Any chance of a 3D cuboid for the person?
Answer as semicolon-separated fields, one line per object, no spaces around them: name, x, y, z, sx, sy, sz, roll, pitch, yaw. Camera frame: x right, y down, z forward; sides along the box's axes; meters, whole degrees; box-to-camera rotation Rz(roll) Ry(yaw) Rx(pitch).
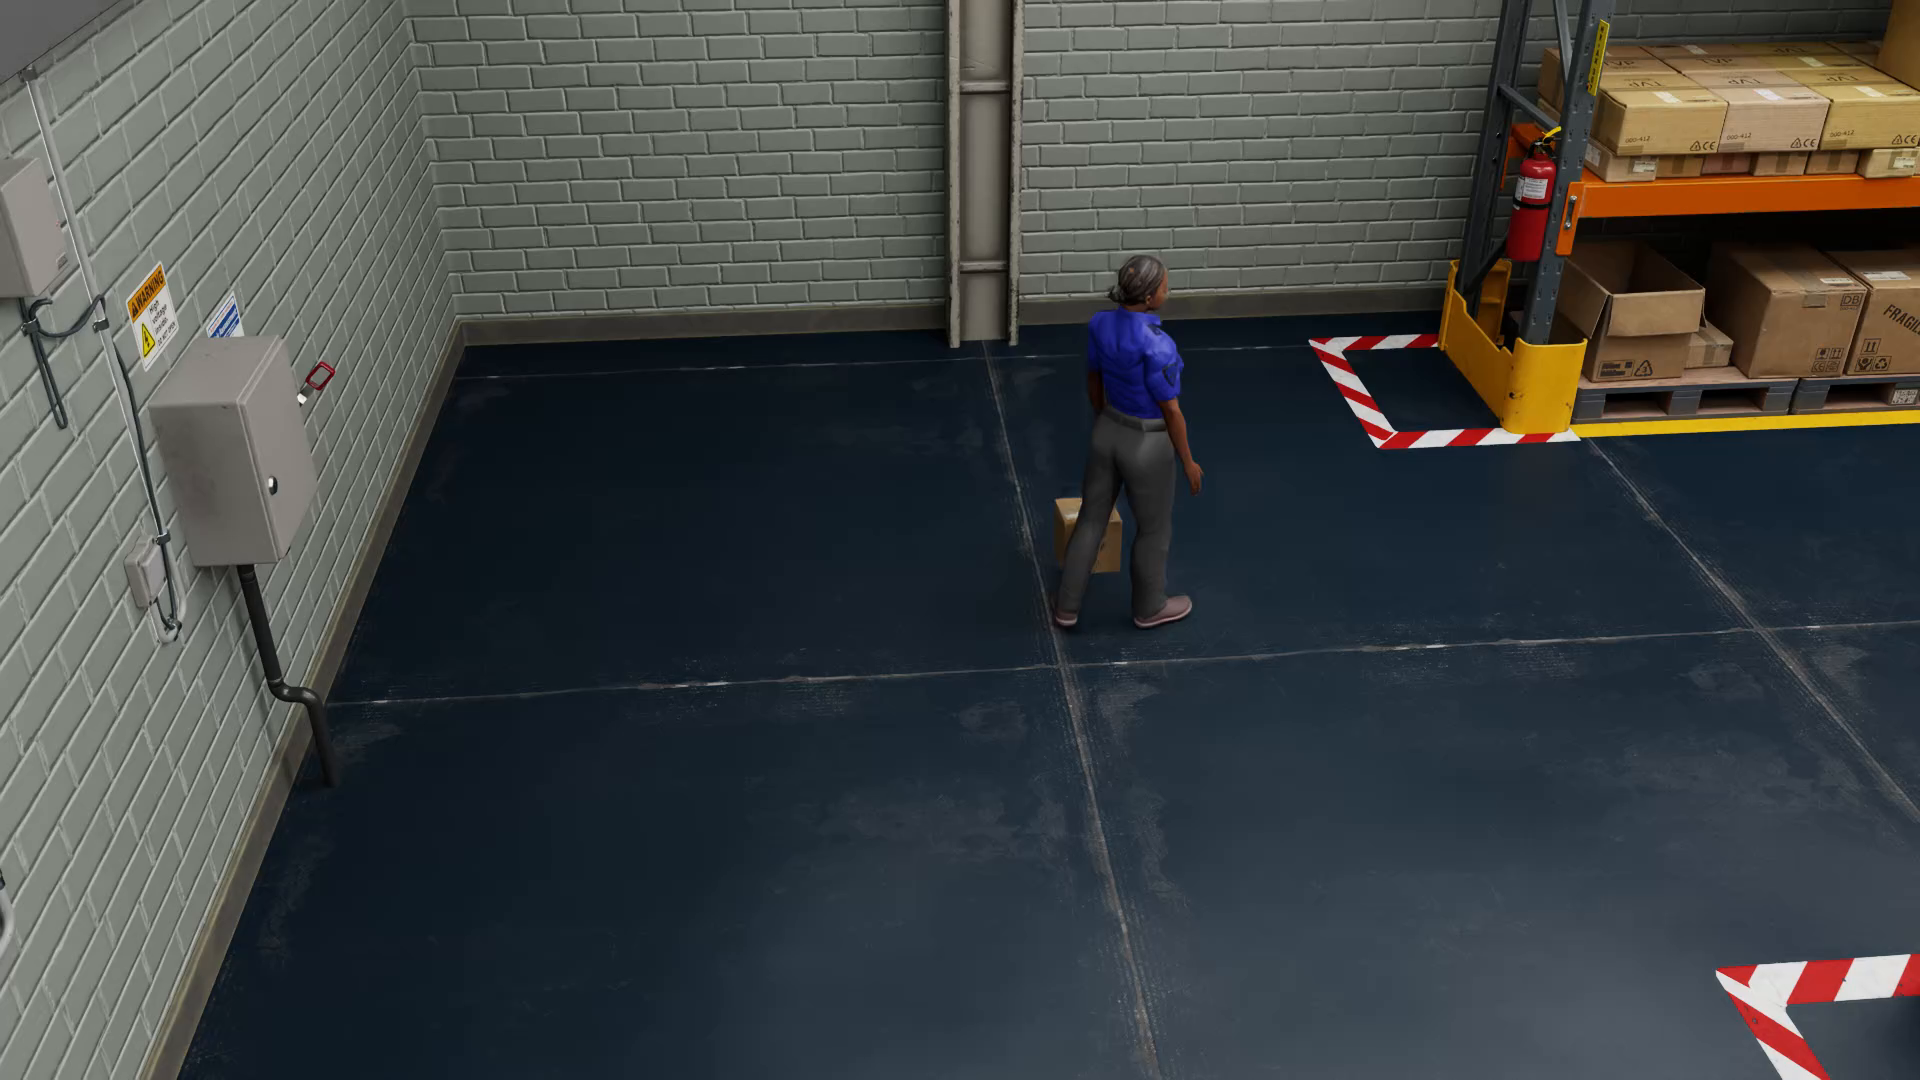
person;0.701;-0.374;6.743;0.554;1.653;0.609;-26;40;-36
